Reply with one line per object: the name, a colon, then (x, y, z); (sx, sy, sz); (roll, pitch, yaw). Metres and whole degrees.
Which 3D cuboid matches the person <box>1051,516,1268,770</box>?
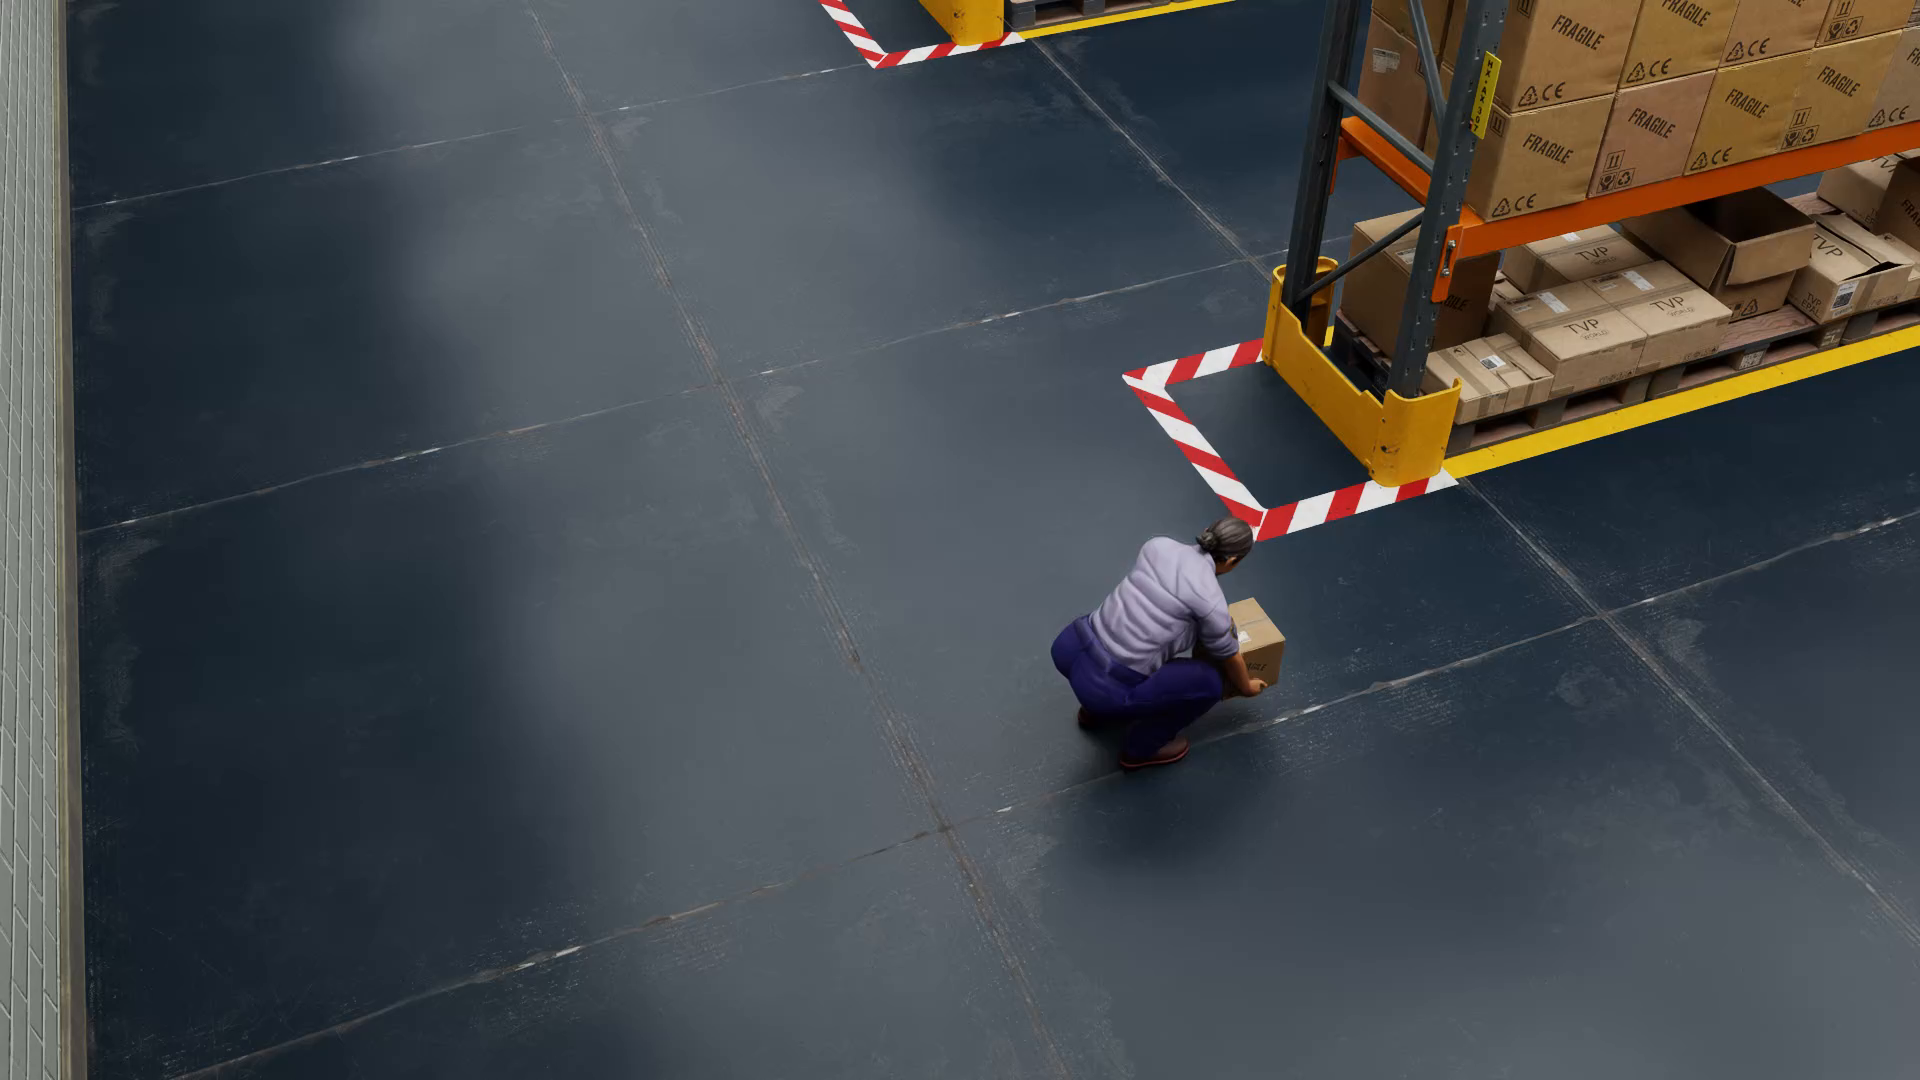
person: (0.748, 0.382, 6.271); (0.821, 0.954, 0.517); (-16, 44, -17)
